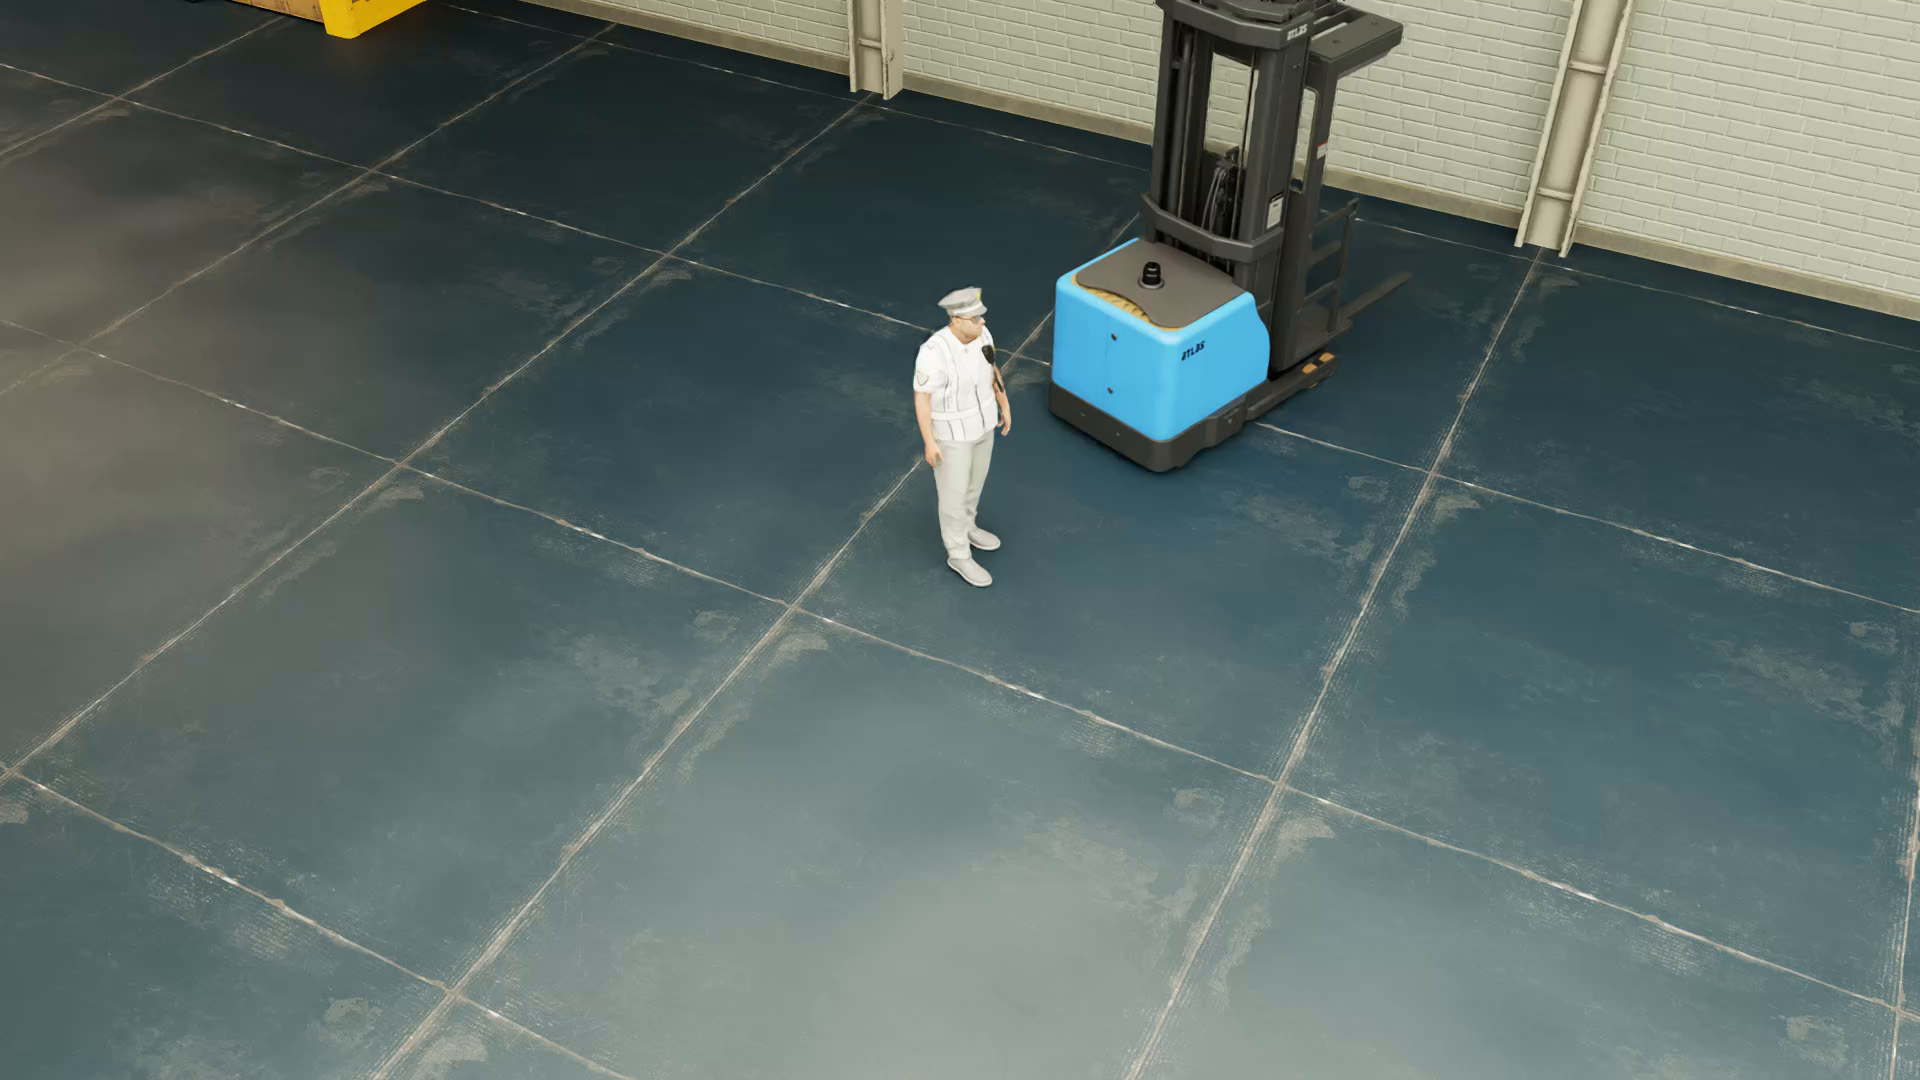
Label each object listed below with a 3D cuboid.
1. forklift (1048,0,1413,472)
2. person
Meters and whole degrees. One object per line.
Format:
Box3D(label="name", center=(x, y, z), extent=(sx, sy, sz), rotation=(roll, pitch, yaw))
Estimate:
Box3D(label="forklift", center=(2.011, -2.392, 10.826), extent=(3.031, 2.935, 1.130), rotation=(-32, 49, -32))
Box3D(label="person", center=(0.094, -0.626, 9.623), extent=(0.607, 1.775, 0.648), rotation=(33, 50, 33))
